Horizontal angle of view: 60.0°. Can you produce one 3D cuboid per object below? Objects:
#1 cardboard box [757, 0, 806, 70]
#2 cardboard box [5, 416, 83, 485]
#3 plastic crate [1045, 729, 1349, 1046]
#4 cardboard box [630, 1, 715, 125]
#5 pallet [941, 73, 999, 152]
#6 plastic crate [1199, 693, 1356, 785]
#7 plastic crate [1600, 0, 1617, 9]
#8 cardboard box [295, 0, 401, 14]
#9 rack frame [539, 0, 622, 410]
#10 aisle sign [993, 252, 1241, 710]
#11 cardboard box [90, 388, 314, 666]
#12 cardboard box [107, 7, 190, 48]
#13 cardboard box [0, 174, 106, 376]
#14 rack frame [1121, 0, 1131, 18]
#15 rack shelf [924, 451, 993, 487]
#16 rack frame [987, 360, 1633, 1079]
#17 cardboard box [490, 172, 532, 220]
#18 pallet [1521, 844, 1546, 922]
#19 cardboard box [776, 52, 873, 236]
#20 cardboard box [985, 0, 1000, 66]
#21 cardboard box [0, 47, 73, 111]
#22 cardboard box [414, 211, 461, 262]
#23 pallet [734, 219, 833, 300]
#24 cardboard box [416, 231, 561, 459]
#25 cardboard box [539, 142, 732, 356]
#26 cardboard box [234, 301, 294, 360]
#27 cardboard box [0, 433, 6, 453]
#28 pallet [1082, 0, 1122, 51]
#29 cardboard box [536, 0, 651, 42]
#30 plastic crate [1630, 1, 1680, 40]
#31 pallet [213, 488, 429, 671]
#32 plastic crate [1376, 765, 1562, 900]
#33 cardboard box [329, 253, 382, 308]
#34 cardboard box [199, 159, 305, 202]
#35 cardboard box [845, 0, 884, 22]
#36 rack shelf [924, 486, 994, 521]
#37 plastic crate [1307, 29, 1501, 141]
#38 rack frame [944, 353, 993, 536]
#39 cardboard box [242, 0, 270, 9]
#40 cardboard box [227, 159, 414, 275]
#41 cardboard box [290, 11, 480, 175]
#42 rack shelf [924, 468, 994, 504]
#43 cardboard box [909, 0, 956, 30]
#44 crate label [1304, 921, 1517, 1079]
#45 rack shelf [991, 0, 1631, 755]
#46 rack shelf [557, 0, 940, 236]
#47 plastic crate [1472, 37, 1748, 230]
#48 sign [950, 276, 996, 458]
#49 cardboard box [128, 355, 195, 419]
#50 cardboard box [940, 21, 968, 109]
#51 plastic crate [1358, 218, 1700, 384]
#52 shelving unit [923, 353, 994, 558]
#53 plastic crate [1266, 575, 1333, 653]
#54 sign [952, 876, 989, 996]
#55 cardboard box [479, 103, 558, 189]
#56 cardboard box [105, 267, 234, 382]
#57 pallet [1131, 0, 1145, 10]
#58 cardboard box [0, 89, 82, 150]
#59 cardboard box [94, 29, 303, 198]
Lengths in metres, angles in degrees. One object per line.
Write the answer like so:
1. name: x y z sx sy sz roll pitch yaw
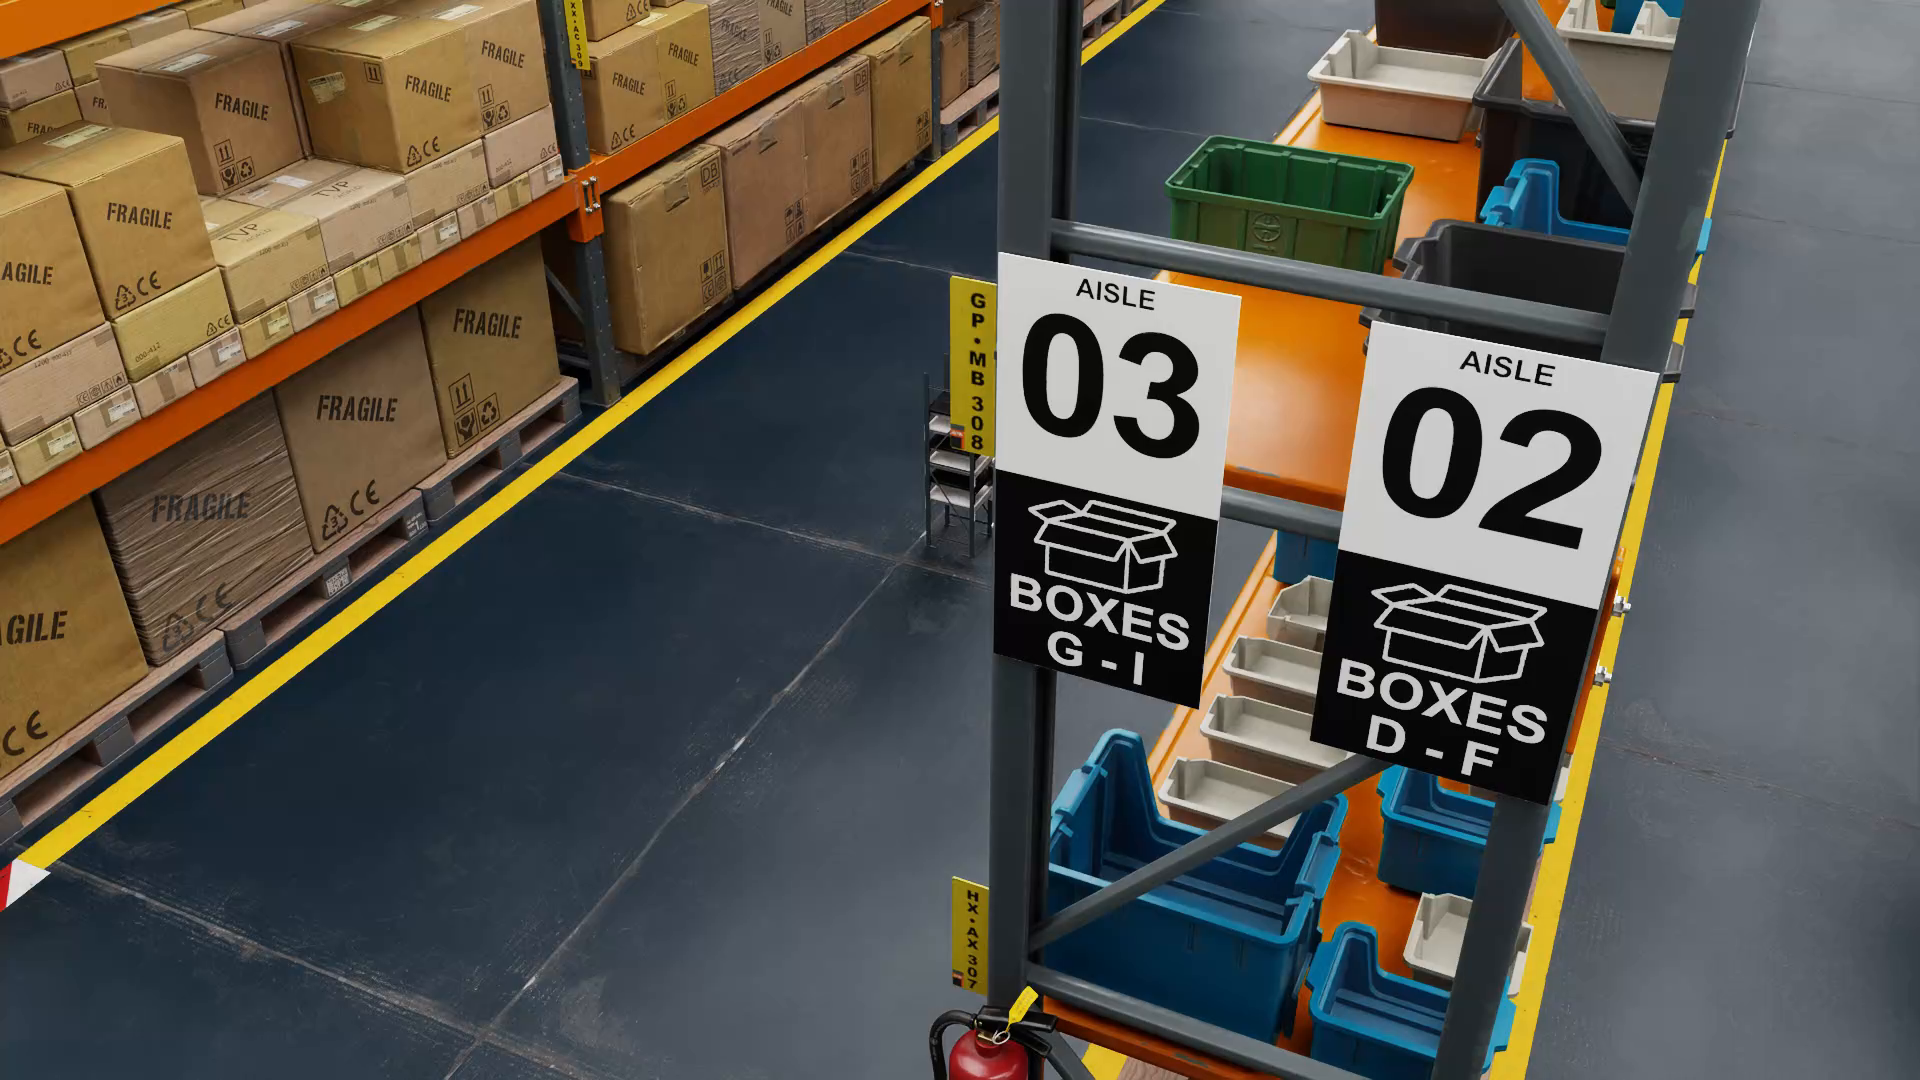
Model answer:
1. cardboard box: -1.239 -3.060 9.589 0.500 0.500 0.500 15 36 21
2. cardboard box: -3.301 -0.347 5.773 0.380 0.149 0.250 13 36 19
3. plastic crate: 0.507 0.791 3.721 0.616 0.435 0.499 14 36 20
4. cardboard box: -1.660 -2.552 8.815 0.500 0.500 0.500 14 36 21
5. pallet: -0.287 -3.303 12.594 1.003 0.211 1.213 14 36 20
6. plastic crate: 0.847 0.537 4.381 0.396 0.136 0.243 14 36 20
7. plastic crate: 2.307 -1.837 5.274 0.450 0.188 0.662 14 36 20
8. cardboard box: -2.721 -2.283 7.678 0.500 0.500 0.500 14 36 20
9. rack frame: -2.289 -2.088 8.198 1.000 3.000 0.127 14 36 20
10. aisle sign: 0.240 -0.078 2.762 0.394 0.787 0.004 14 36 20
11. cardboard box: -3.386 -0.173 6.833 0.875 0.875 0.875 14 36 20
12. cardboard box: -5.764 -3.546 11.635 0.500 0.250 0.500 16 36 22
13. cardboard box: -3.307 -0.897 5.564 0.500 0.500 0.500 13 36 19
14. rack frame: 1.058 -6.072 14.275 1.000 3.000 0.127 14 36 20
15. rack shelf: -0.003 -0.344 7.515 0.258 0.077 0.200 14 36 20
16. rack frame: 0.536 1.041 3.427 1.000 3.000 0.127 14 36 20
17. cardboard box: -2.226 -1.627 7.725 0.380 0.149 0.250 15 36 21
18. pallet: 1.428 1.200 5.728 1.003 0.211 1.213 14 36 20
19. cardboard box: -1.303 -2.586 10.513 1.225 0.875 0.875 14 36 21
20. cardboard box: 0.098 -4.120 13.176 0.700 0.500 0.500 17 37 24
21. cardboard box: -6.202 -3.027 10.844 0.500 0.250 0.500 13 35 18
22. cardboard box: -2.441 -1.372 7.335 0.380 0.149 0.250 15 36 21
23. pallet: -1.525 -1.933 10.505 1.003 0.211 1.213 14 36 20
24. cardboard box: -2.638 -1.064 8.193 0.875 0.875 0.875 14 36 20
25. cardboard box: -2.039 -1.698 9.159 1.225 0.875 0.875 14 36 21
26. cardboard box: -2.872 -0.858 6.552 0.380 0.149 0.250 13 36 19
27. cardboard box: -3.516 -0.334 5.390 0.500 0.250 0.500 13 36 19
28. pallet: 0.734 -4.518 14.448 1.003 0.211 1.213 14 36 20
29. cardboard box: -2.029 -2.869 8.384 0.797 0.503 0.637 13 36 19
30. plastic crate: 2.023 -1.375 4.616 0.293 0.136 0.466 14 36 20
31. pallet: -3.187 0.049 7.483 1.003 0.211 1.213 14 36 20
32. plastic crate: 1.214 0.710 4.029 0.416 0.233 0.300 14 36 20
33. cardboard box: -2.656 -1.116 6.945 0.380 0.149 0.250 14 36 20
34. cardboard box: -3.147 -1.470 7.121 0.500 0.250 0.500 15 36 22
35. cardboard box: -0.811 -3.572 10.371 0.500 0.500 0.500 14 36 20
36. rack shelf: -0.003 -0.194 7.614 0.258 0.077 0.200 14 36 20
37. plastic crate: 1.175 -1.189 4.333 0.437 0.136 0.530 14 36 20
38. rack frame: 0.039 -0.423 7.574 0.240 0.900 0.006 14 36 20
39. cardboard box: -5.327 -4.057 12.415 0.500 0.250 0.500 15 36 21
40. cardboard box: -2.663 -1.357 6.949 0.500 0.250 0.500 15 36 21
41. cardboard box: -2.452 -1.924 7.130 0.500 0.500 0.500 15 36 21
42. rack shelf: -0.003 -0.269 7.565 0.258 0.077 0.200 14 36 20
43. cardboard box: -0.362 -3.873 12.115 0.500 0.250 0.500 16 36 22
44. crate label: 0.939 1.038 3.529 0.416 0.233 0.303 14 36 20
45. rack shelf: 1.373 -0.909 4.321 1.077 0.370 4.000 14 36 20
46. rack shelf: -1.452 -2.783 9.915 1.077 0.370 4.000 14 36 20
47. plastic crate: 1.425 -0.886 3.686 0.504 0.338 0.767 14 36 20
48. sign: 0.030 -0.288 2.814 0.100 0.325 0.005 14 36 20
49. cardboard box: -3.086 -0.604 6.164 0.380 0.149 0.250 13 36 20
50. cardboard box: -0.353 -3.557 12.317 0.700 0.500 0.500 12 35 18
51. plastic crate: 0.951 -0.287 2.836 0.497 0.269 0.590 14 36 20
52. shelving unit: -0.003 -0.372 7.497 0.258 0.900 0.210 14 36 20
53. plastic crate: 1.049 0.241 4.832 0.298 0.136 0.250 14 36 20
54. sign: 0.030 0.854 3.563 0.100 0.325 0.005 14 36 20
55. cardboard box: -2.235 -1.869 7.731 0.500 0.250 0.500 14 36 20
56. cardboard box: -3.091 -0.844 6.167 0.500 0.250 0.500 13 35 19
57. pallet: 1.307 -5.249 15.562 1.003 0.211 1.213 14 36 20
58. cardboard box: -6.201 -2.713 11.049 0.500 0.500 0.500 16 36 22
59. cardboard box: -3.148 -1.779 6.910 0.500 0.500 0.500 13 35 19
